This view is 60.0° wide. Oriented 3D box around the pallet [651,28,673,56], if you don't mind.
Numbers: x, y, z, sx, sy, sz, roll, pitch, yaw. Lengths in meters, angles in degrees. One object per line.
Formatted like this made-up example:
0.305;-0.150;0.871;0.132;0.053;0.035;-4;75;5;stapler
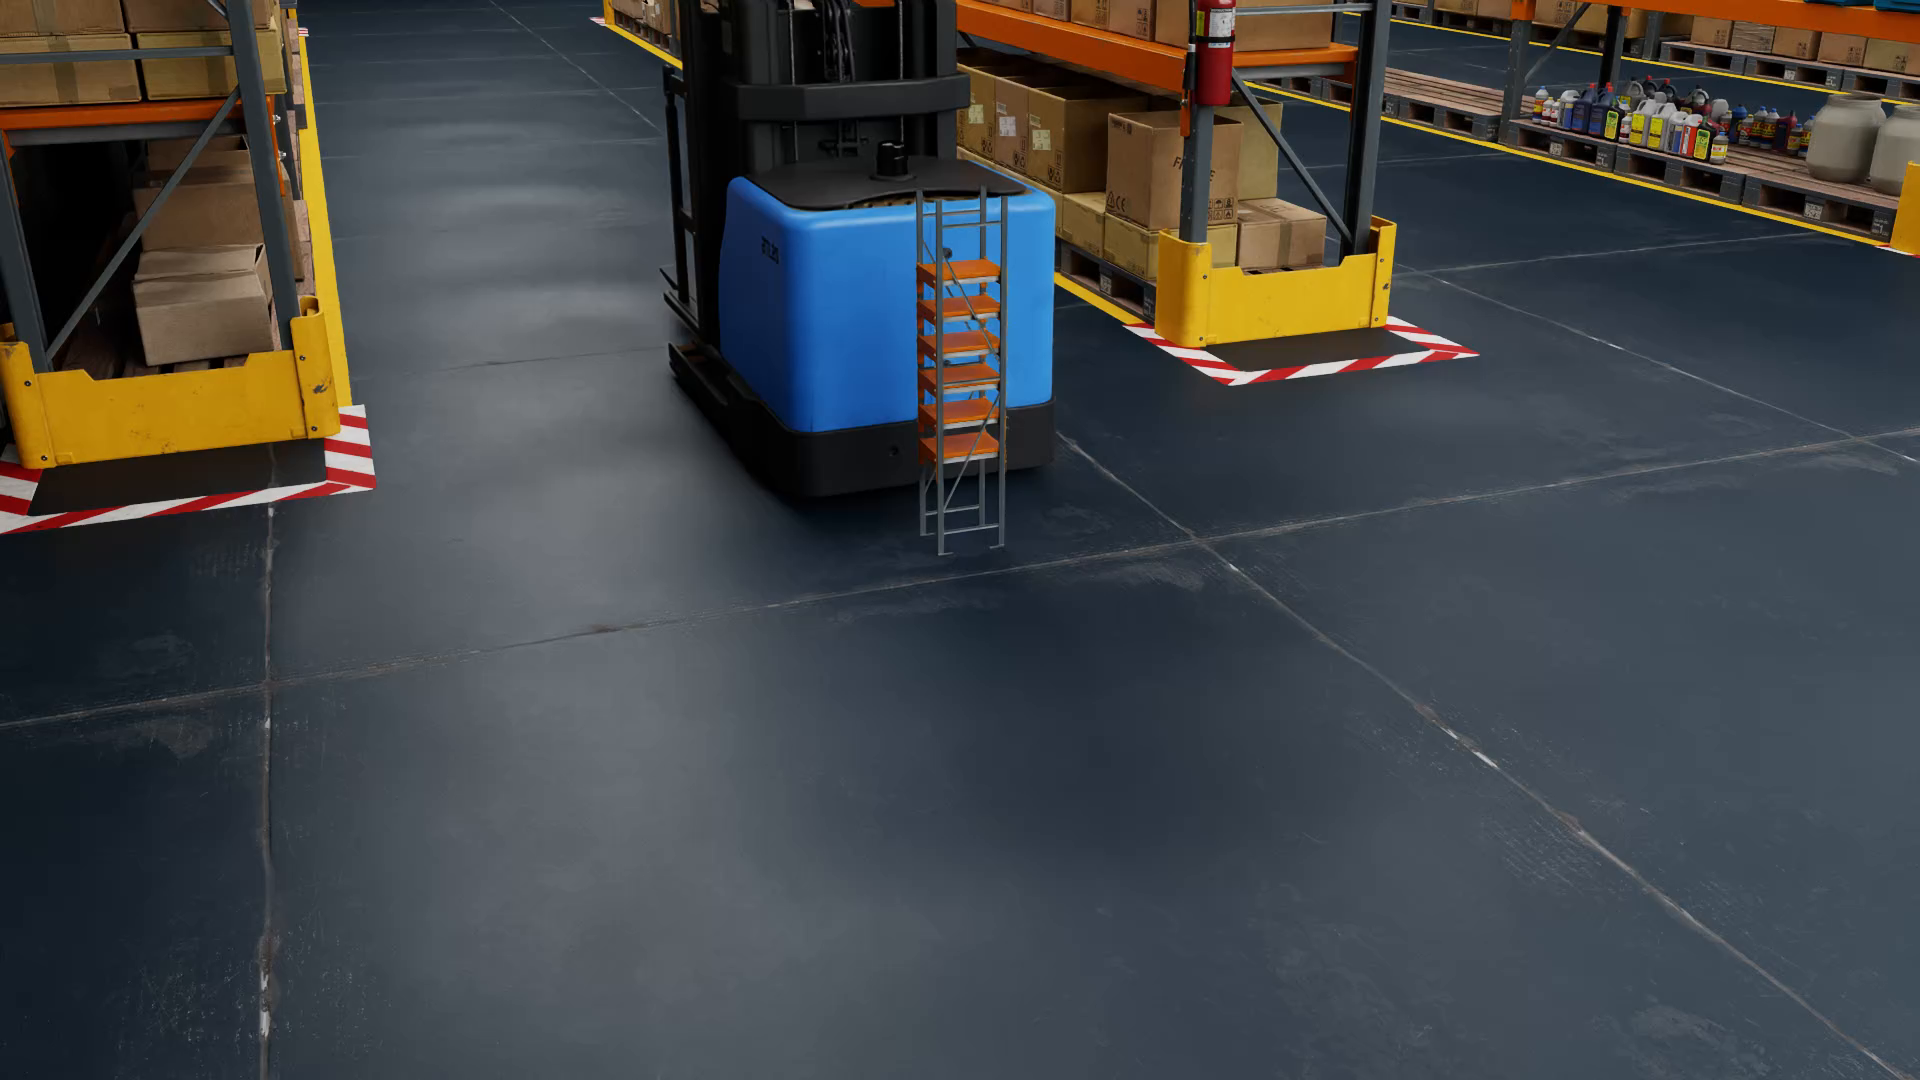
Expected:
-2.945;-5.768;19.163;1.003;0.211;1.213;-8;24;-19;pallet

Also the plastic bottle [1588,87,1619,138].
4.722;-3.138;12.177;0.144;0.351;0.185;-9;25;-21;plastic bottle

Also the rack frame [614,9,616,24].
-4.116;-8.257;21.477;1.000;3.000;0.127;-8;24;-19;rack frame

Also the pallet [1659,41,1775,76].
8.254;-5.139;17.670;1.003;0.211;1.213;-8;24;-19;pallet

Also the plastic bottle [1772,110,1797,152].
5.760;-2.859;11.601;0.061;0.283;0.133;-8;24;-18;plastic bottle

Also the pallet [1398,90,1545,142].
4.445;-3.570;13.948;1.003;0.211;1.213;-8;24;-19;pallet

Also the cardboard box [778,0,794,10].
-1.864;-5.074;15.612;0.500;0.250;0.500;-7;24;-17;cardboard box

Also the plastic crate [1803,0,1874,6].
5.491;-3.430;10.218;0.499;0.251;0.408;-8;24;-19;plastic crate

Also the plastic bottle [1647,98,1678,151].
4.938;-2.916;11.650;0.144;0.351;0.185;-7;24;-17;plastic bottle

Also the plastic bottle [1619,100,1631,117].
4.809;-3.053;12.078;0.097;0.271;0.097;0;23;0;plastic bottle

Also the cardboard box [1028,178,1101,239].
0.704;-1.885;9.360;0.500;0.250;0.500;-8;24;-19;cardboard box

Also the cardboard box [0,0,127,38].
-3.462;-2.190;6.285;0.500;0.500;0.500;-9;24;-20;cardboard box

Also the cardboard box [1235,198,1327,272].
1.555;-1.595;8.671;0.500;0.250;0.500;-8;24;-19;cardboard box

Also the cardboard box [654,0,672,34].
-3.170;-6.022;18.828;0.500;0.500;0.500;-8;24;-19;cardboard box

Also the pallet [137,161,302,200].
-4.786;-2.213;10.729;1.003;0.211;1.213;-8;24;-19;pallet

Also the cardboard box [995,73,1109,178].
0.526;-2.412;9.645;0.500;0.500;0.500;-8;24;-19;cardboard box

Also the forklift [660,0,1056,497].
-0.656;-2.046;6.829;1.130;2.935;3.031;-9;24;-20;forklift

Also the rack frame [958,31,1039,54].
0.123;-3.896;11.132;1.000;3.000;0.127;-8;24;-19;rack frame

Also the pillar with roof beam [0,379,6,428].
-0.126;-5.253;6.626;9.100;9.000;0.400;-8;24;-19;pillar with roof beam

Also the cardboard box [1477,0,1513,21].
7.127;-6.821;20.267;1.225;0.875;0.875;-9;25;-21;cardboard box

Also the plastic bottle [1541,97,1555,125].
4.497;-3.275;12.695;0.097;0.201;0.097;0;23;0;plastic bottle

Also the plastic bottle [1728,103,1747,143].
5.594;-3.003;11.959;0.097;0.271;0.097;0;23;0;plastic bottle

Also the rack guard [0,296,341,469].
-3.124;-0.638;6.619;1.175;0.500;0.348;-8;24;-19;rack guard

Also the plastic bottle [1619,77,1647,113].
5.121;-3.342;12.662;0.144;0.351;0.185;-8;24;-19;plastic bottle

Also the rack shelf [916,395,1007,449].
0.005;-0.396;5.568;0.258;0.103;0.180;-8;24;-19;rack shelf

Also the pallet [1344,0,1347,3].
5.508;-8.050;24.577;1.003;0.211;1.213;-8;24;-19;pallet

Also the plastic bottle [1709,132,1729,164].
5.112;-2.642;11.192;0.097;0.201;0.097;0;23;0;plastic bottle

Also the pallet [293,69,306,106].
-6.558;-4.123;15.261;1.003;0.211;1.213;-8;24;-19;pallet

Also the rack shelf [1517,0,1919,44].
5.465;-3.516;11.157;1.077;0.370;4.000;-8;24;-19;rack shelf

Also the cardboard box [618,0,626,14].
-4.013;-6.774;20.934;0.500;0.250;0.500;-8;24;-19;cardboard box

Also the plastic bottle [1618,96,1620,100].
5.178;-3.399;12.988;0.097;0.201;0.097;0;23;0;plastic bottle

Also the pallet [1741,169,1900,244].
5.819;-2.153;10.587;1.003;0.211;1.213;-8;24;-19;pallet

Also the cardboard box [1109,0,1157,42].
1.193;-2.851;8.522;0.700;0.500;0.500;-8;24;-18;cardboard box

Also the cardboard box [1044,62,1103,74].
0.837;-2.665;10.246;0.500;0.500;0.500;-8;24;-19;cardboard box

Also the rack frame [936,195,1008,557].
0.037;-0.514;5.426;0.240;1.200;0.006;-8;24;-19;rack frame

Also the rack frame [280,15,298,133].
-5.923;-4.669;12.965;1.000;3.000;0.127;-8;24;-19;rack frame

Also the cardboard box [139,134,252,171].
-4.786;-2.531;10.546;0.700;0.500;0.500;-7;24;-17;cardboard box

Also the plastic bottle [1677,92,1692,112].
5.420;-3.208;12.430;0.061;0.283;0.133;-7;24;-15;plastic bottle

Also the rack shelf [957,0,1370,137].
0.830;-2.838;9.548;1.077;0.370;4.000;-8;24;-19;rack shelf

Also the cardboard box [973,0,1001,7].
0.478;-3.591;10.280;0.700;0.500;0.500;-9;24;-20;cardboard box

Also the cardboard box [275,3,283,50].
-3.520;-2.480;7.938;0.500;0.250;0.500;-8;24;-19;cardboard box

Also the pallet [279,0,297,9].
-4.644;-3.425;10.260;1.003;0.211;1.213;-8;24;-19;pallet

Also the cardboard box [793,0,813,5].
-1.735;-5.167;16.798;0.500;0.500;0.500;-9;25;-21;cardboard box

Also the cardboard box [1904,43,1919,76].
9.195;-4.531;15.290;0.700;0.500;0.500;-10;25;-23;cardboard box

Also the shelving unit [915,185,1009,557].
0.005;-0.548;5.504;0.258;1.200;0.189;-8;24;-19;shelving unit

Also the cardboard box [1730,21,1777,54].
8.442;-5.318;17.157;0.700;0.500;0.500;-10;25;-23;cardboard box

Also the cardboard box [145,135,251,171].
-4.106;-1.895;9.035;0.500;0.500;0.500;-10;25;-23;cardboard box
